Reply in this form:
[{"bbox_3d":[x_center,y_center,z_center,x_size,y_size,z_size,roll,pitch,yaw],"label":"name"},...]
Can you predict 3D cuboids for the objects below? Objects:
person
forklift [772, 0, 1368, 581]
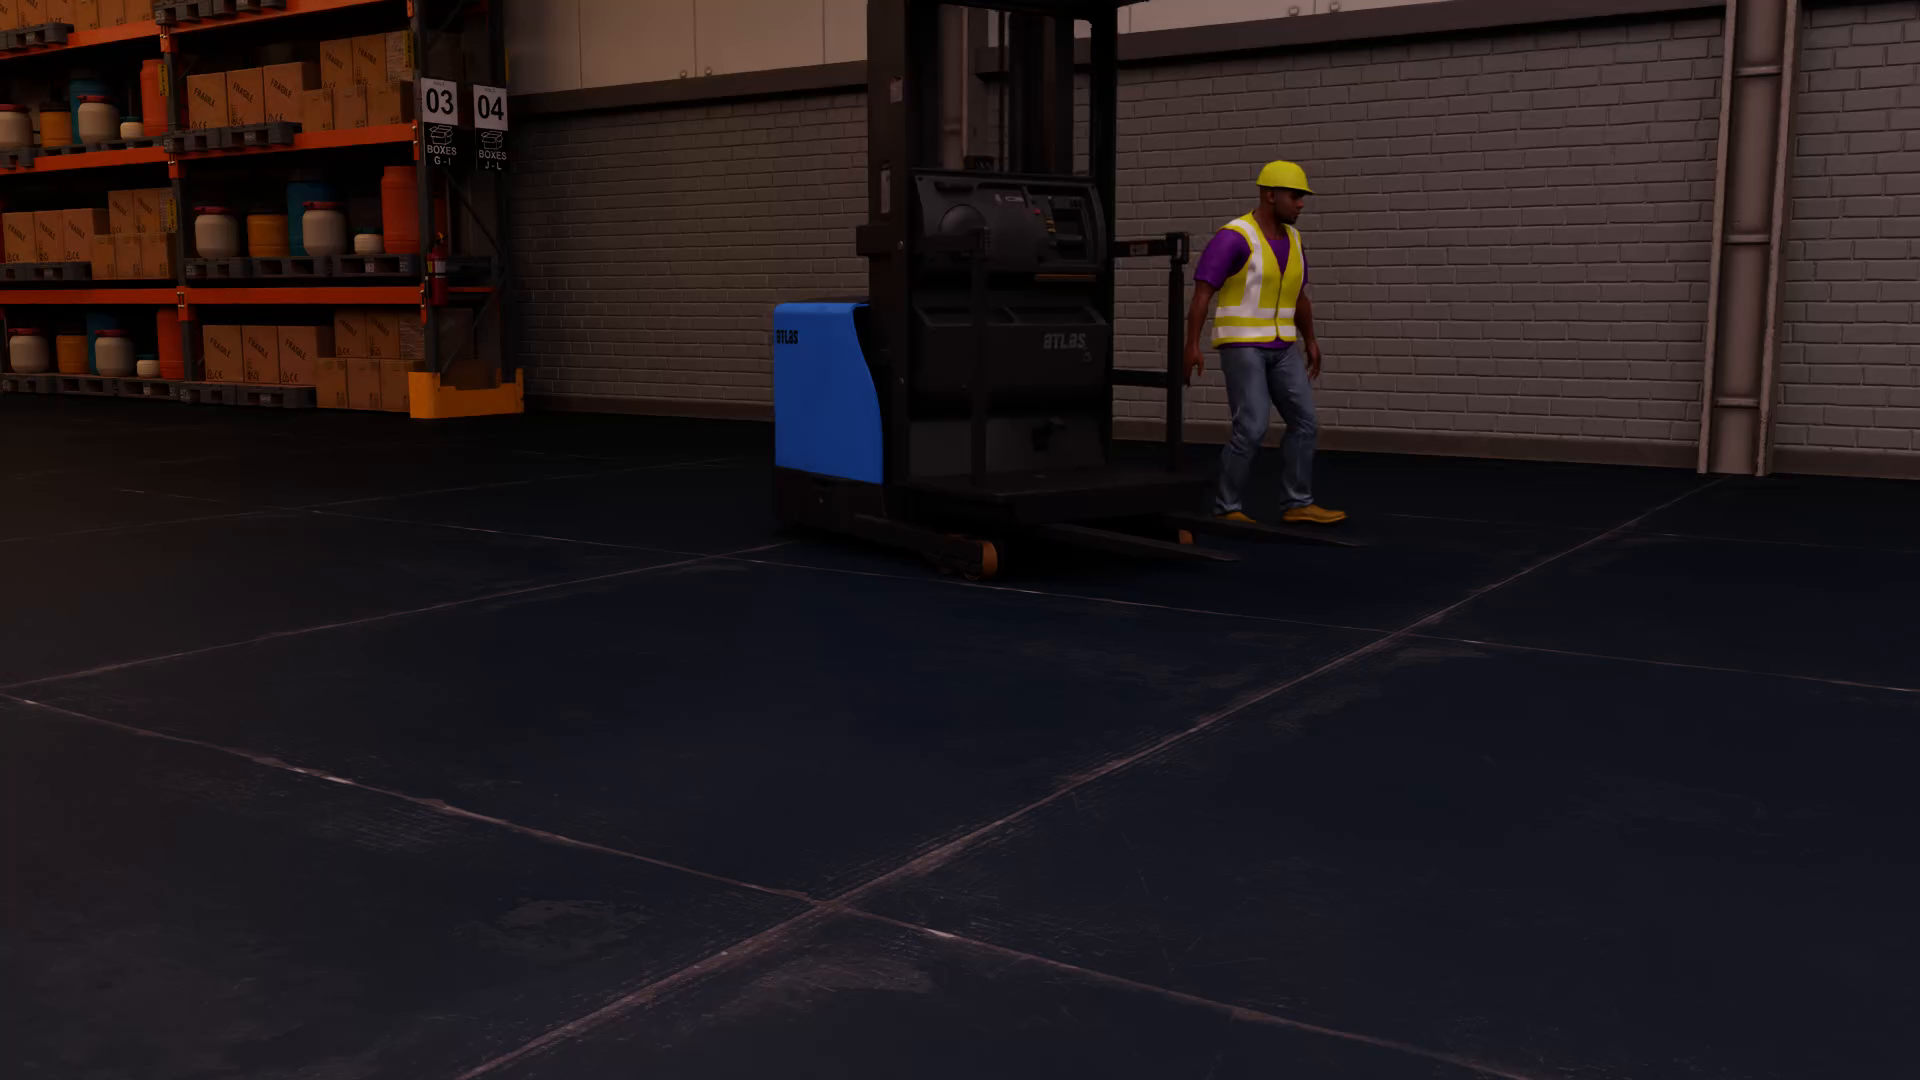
[{"bbox_3d":[1.460,-0.917,7.901,0.864,1.733,0.442,-6,10,-35],"label":"person"},{"bbox_3d":[0.339,-1.366,6.797,1.130,2.935,3.031,-5,10,-33],"label":"forklift"}]
